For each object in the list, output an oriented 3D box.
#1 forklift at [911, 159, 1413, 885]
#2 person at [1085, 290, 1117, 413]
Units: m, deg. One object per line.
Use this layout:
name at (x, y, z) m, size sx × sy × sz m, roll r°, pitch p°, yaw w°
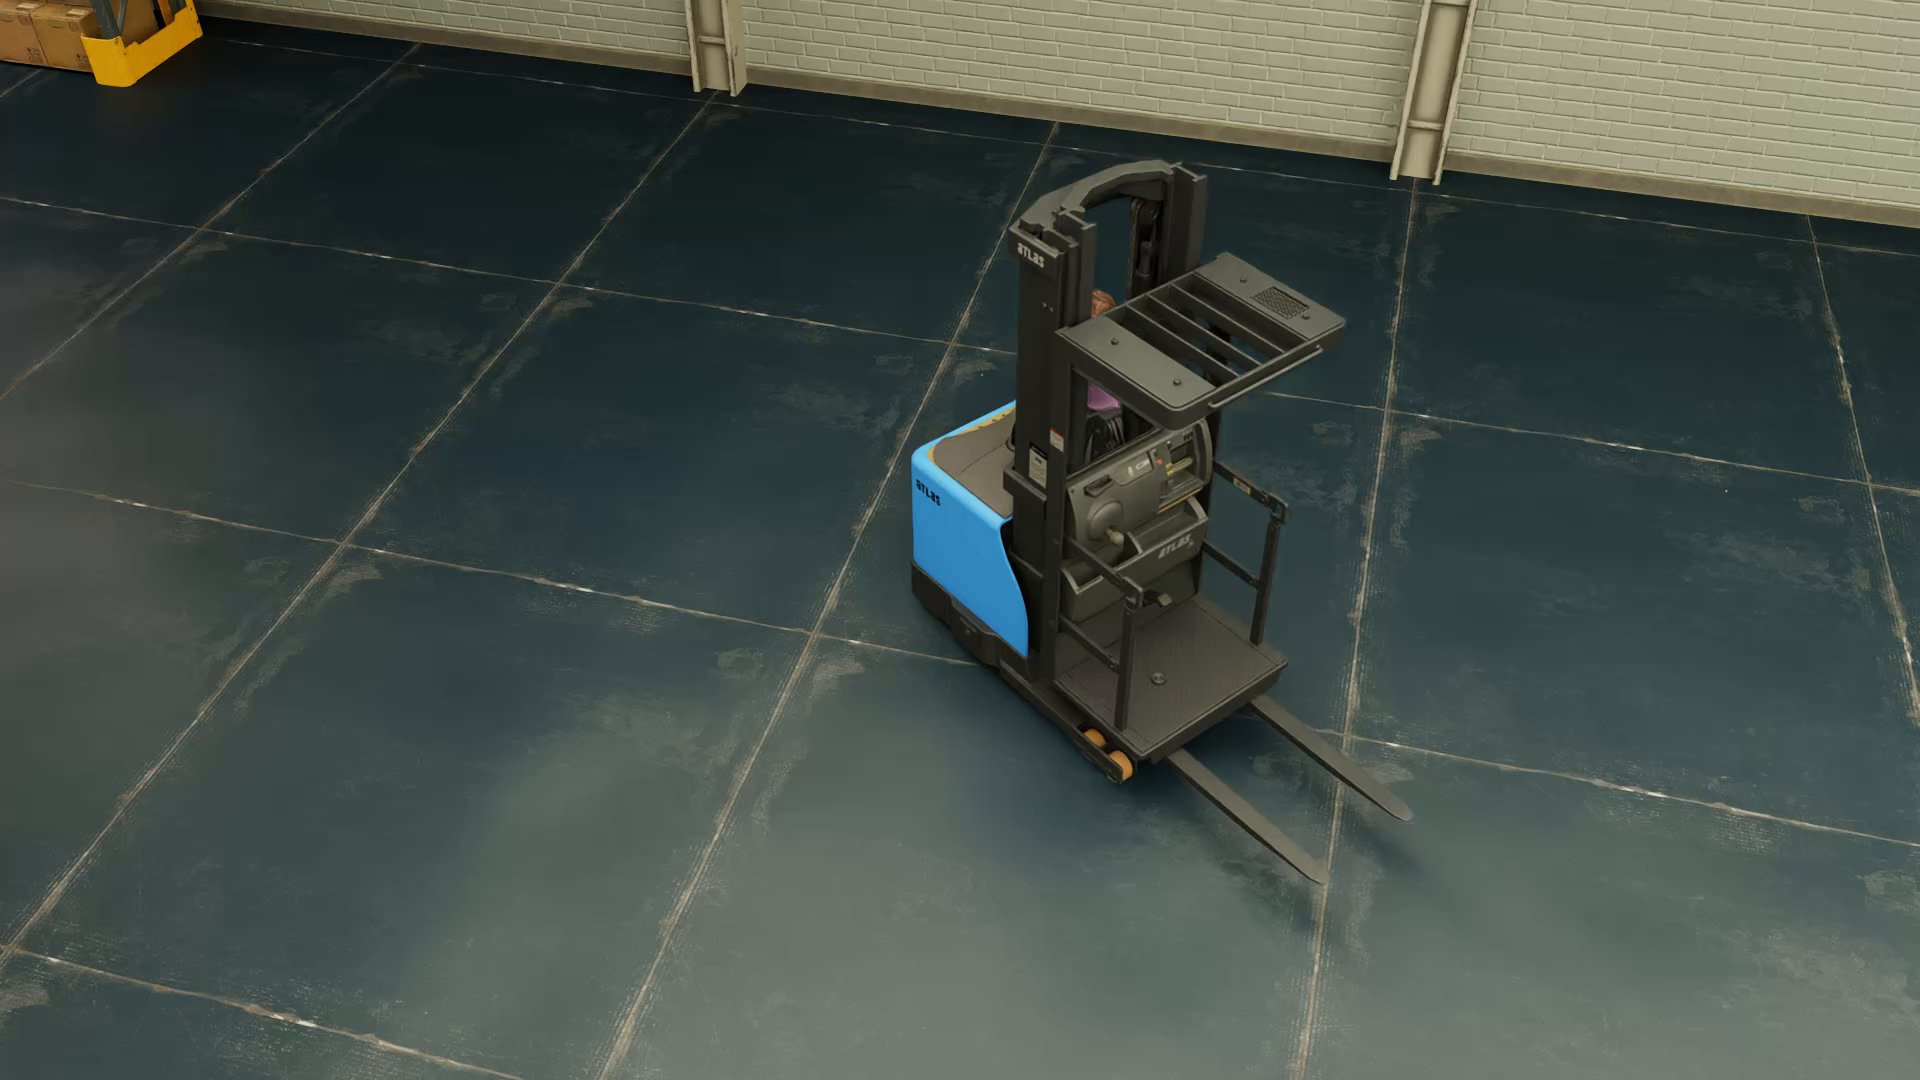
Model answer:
forklift at (1.032, -0.217, 8.109) m, size 1.130 × 2.935 × 3.031 m, roll -28°, pitch 48°, yaw -28°
person at (0.839, -0.813, 9.828) m, size 0.708 × 1.570 × 0.362 m, roll 28°, pitch 48°, yaw 28°
